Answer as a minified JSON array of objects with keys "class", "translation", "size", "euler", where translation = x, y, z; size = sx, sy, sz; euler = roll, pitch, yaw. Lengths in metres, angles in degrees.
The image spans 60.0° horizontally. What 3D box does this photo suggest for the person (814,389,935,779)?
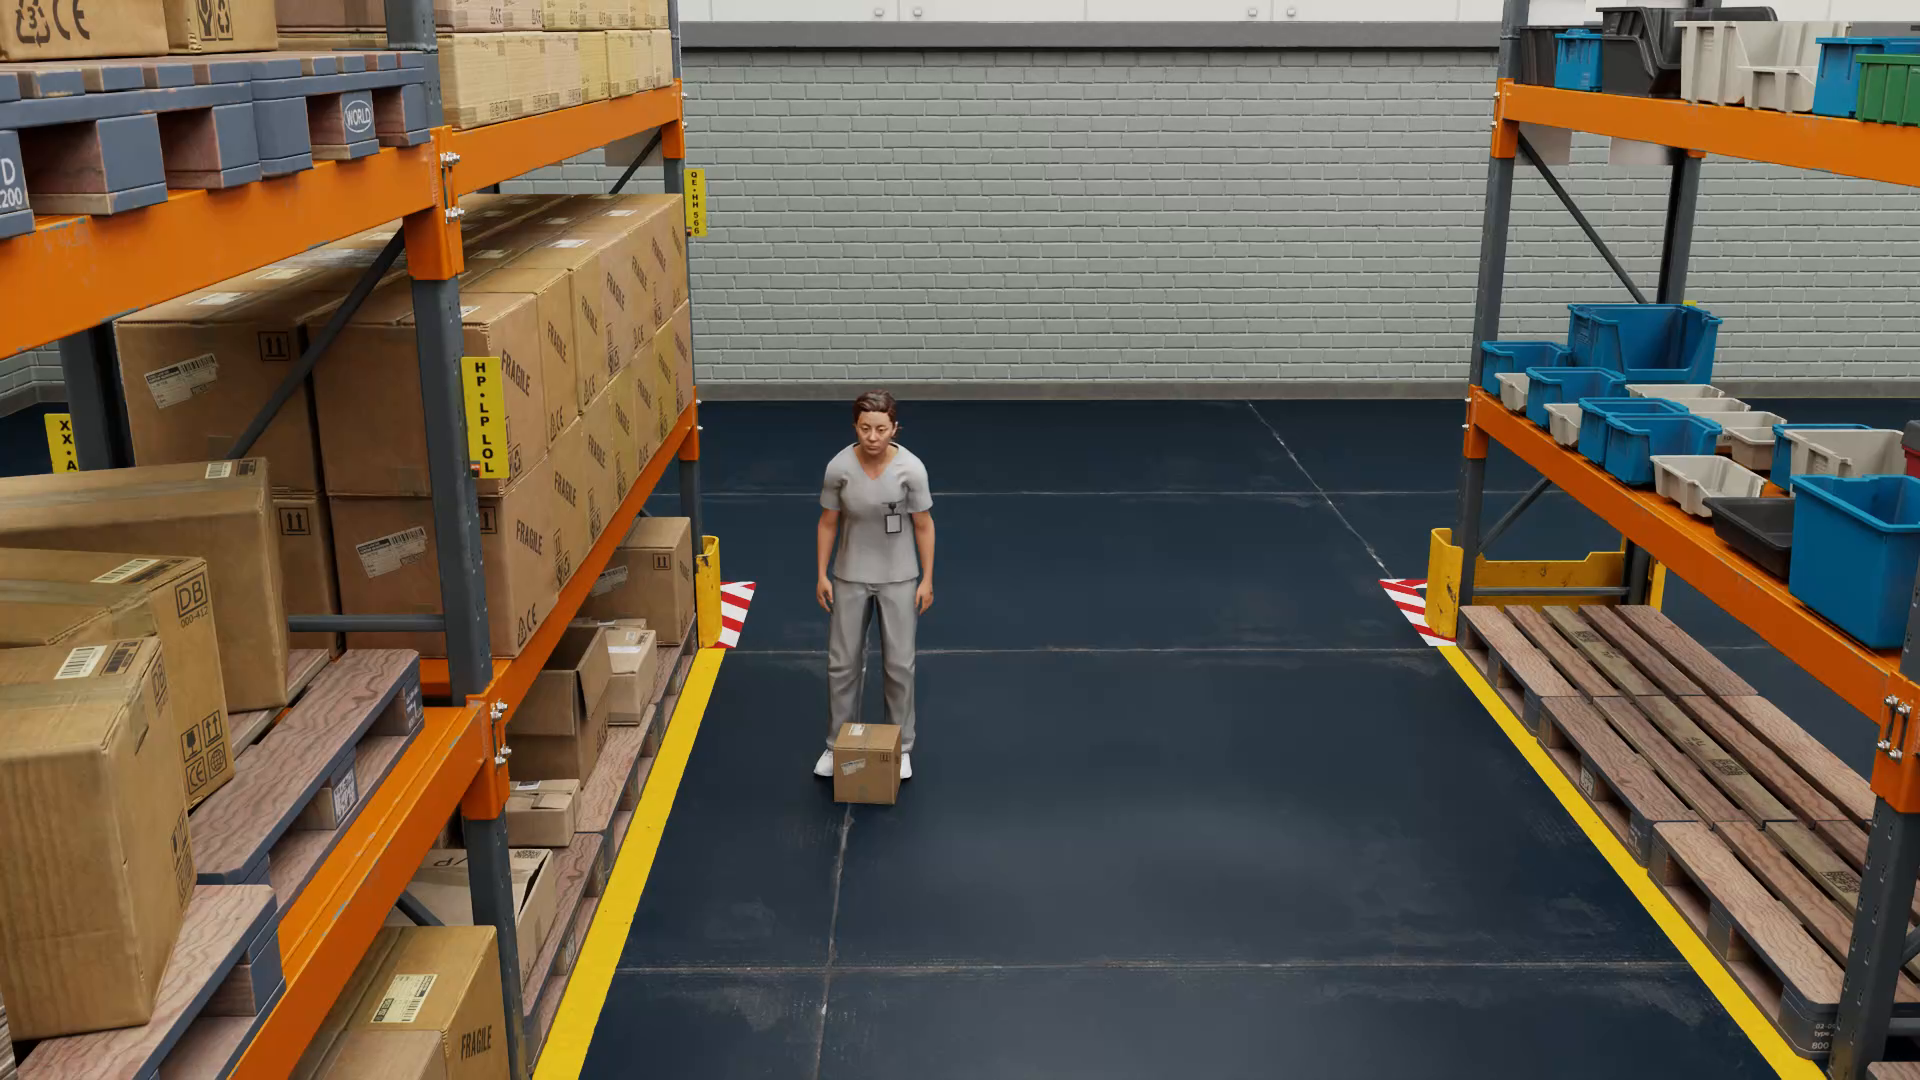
[{"class":"person","translation":[-0.360,0.180,6.965],"size":[0.509,1.673,0.355],"euler":[1,17,4]}]
